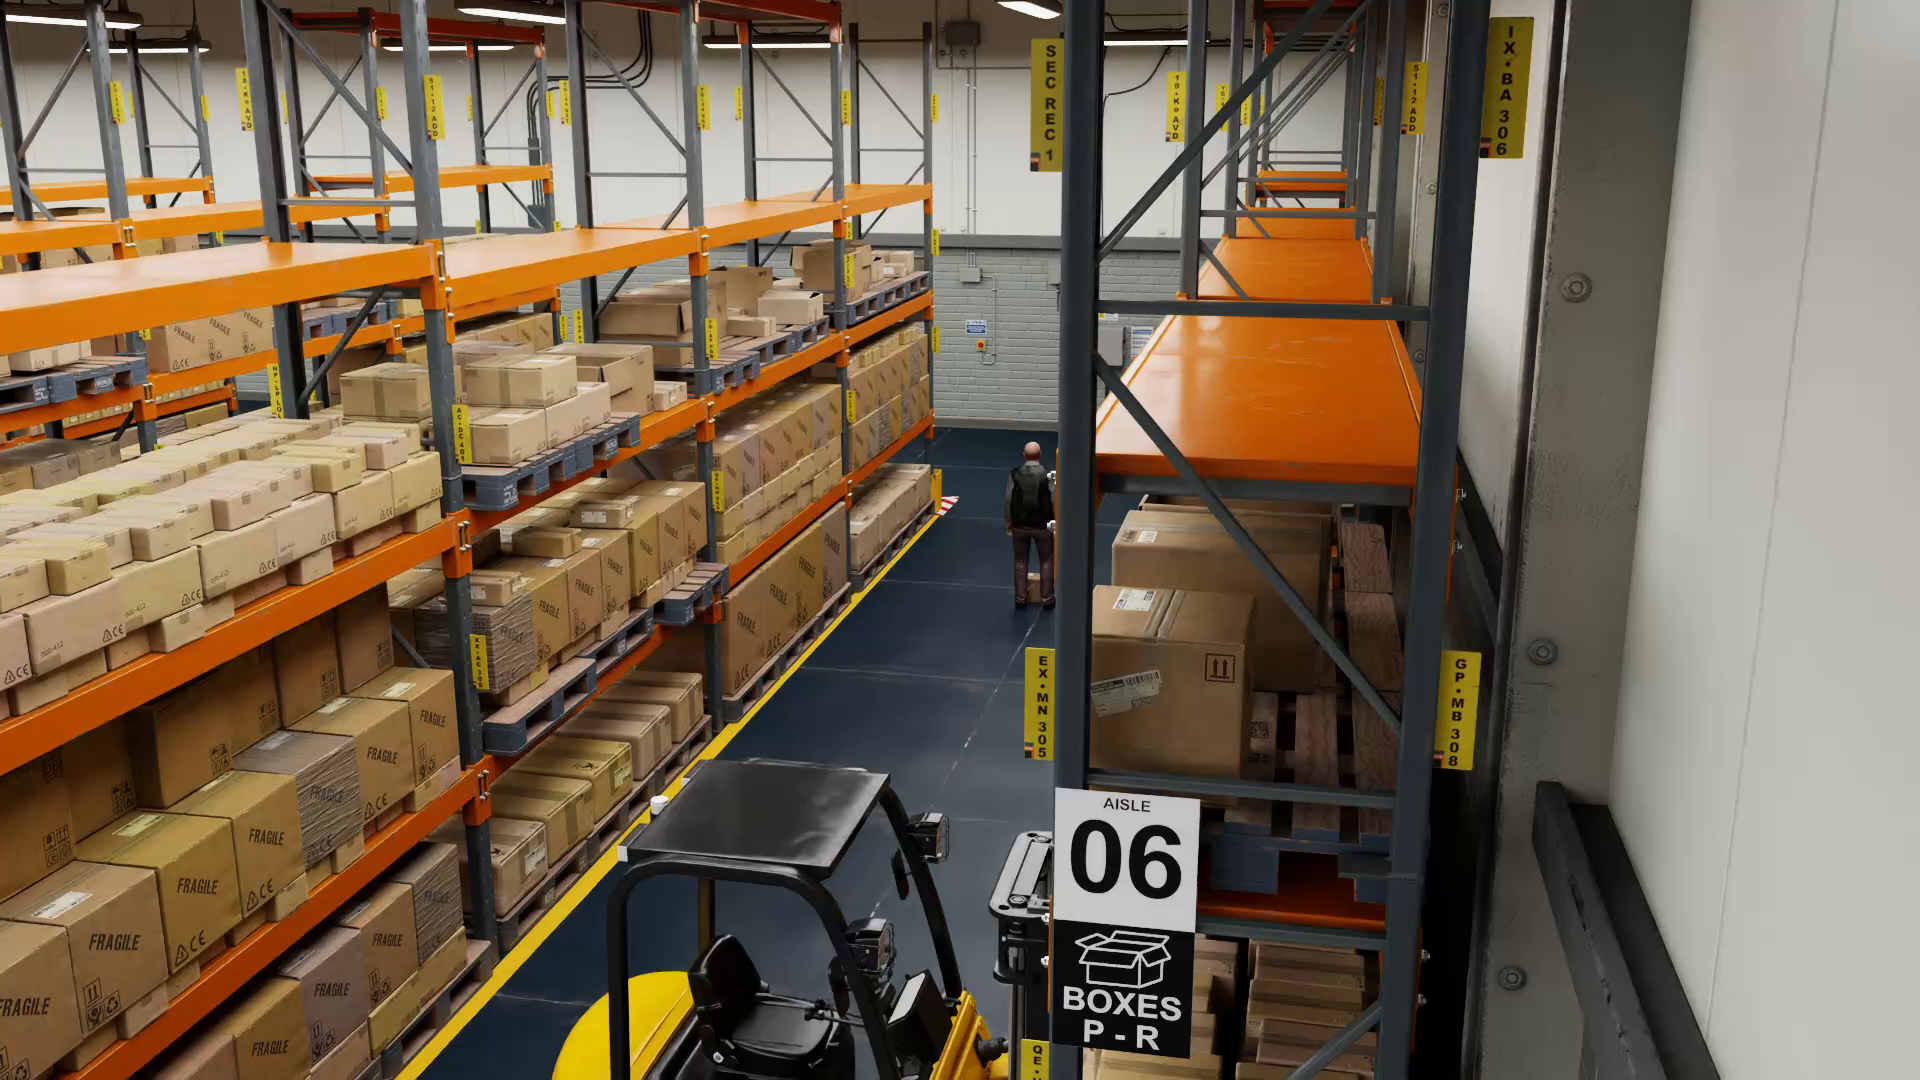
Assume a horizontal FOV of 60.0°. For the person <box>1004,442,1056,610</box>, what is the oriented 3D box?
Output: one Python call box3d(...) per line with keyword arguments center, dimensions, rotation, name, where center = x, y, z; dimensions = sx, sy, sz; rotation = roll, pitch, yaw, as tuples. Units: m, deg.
box3d(center=(0.746, -0.147, 17.052), dimensions=(0.585, 1.720, 0.364), rotation=(3, 15, 10), name="person")
